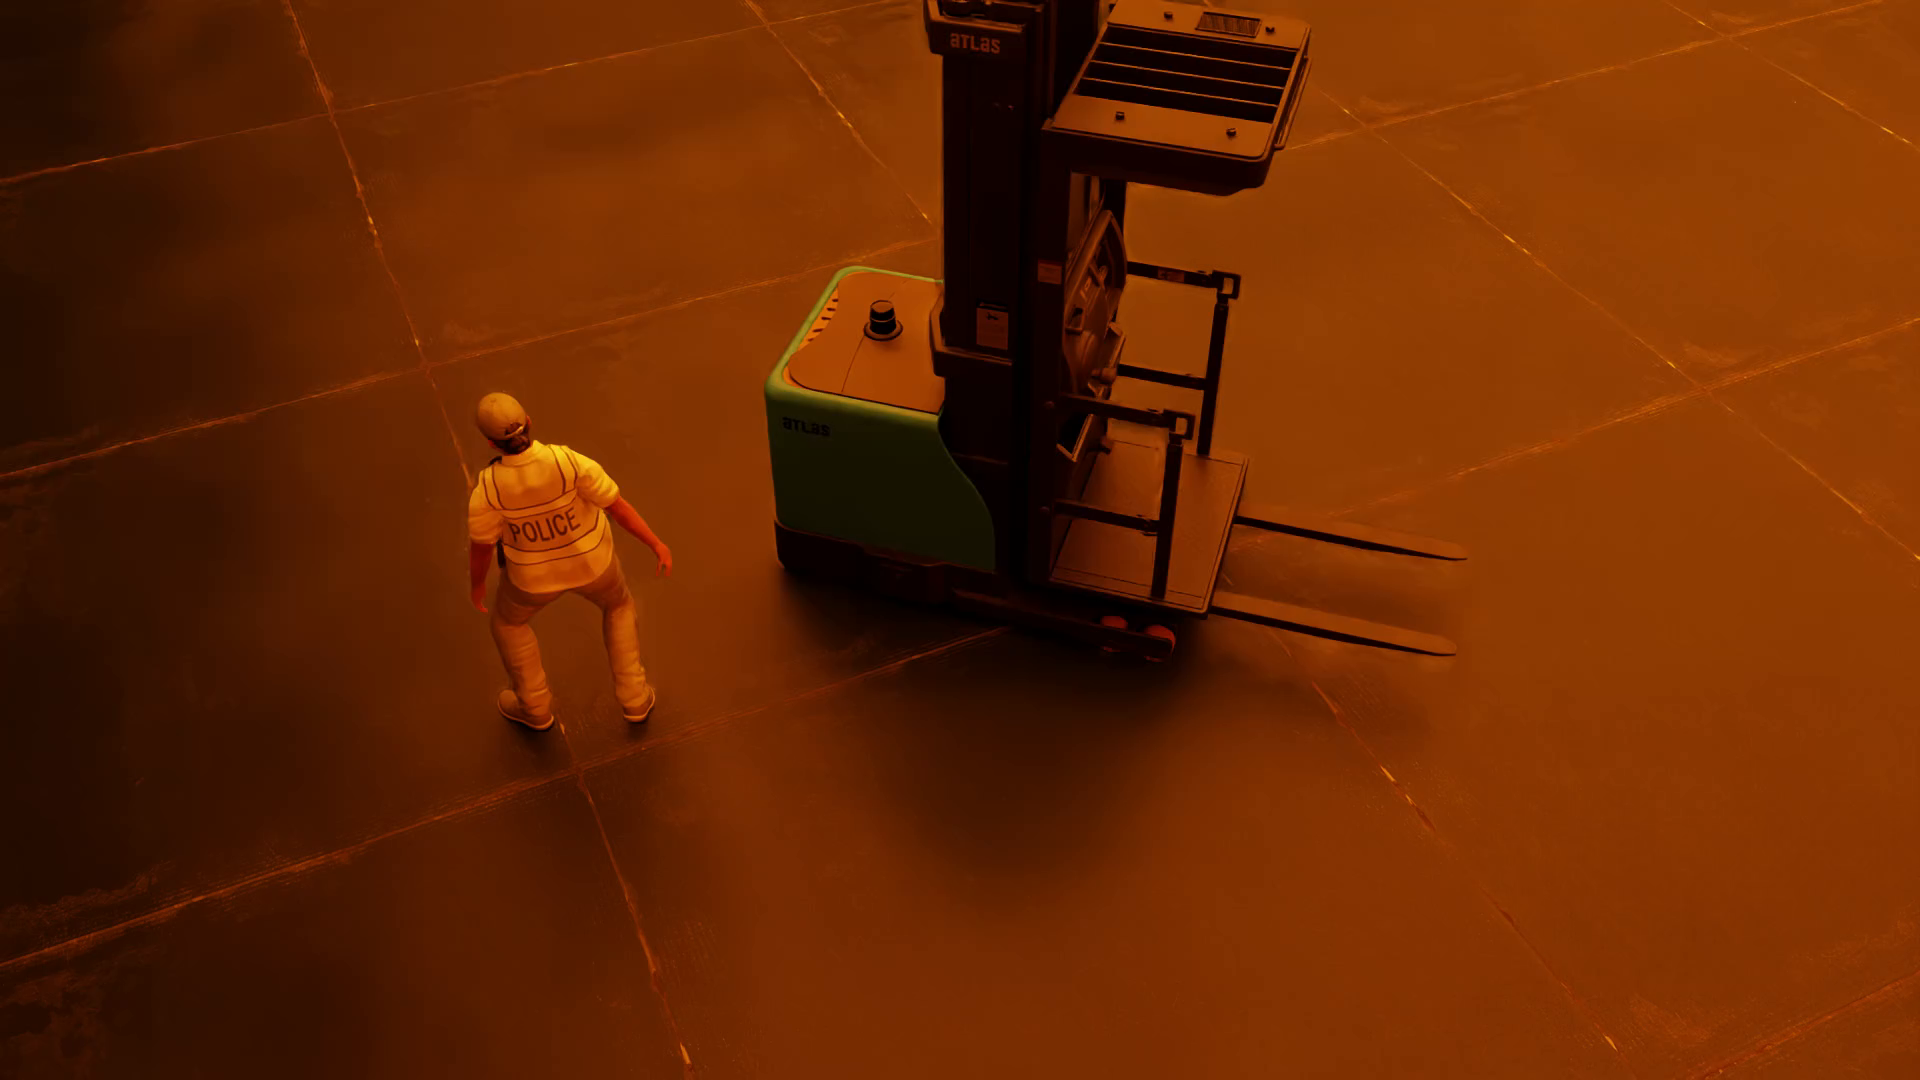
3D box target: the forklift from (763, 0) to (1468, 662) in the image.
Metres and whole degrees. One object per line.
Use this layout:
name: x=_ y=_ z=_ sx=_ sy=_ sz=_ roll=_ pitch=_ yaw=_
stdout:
forklift: x=0.732 y=-0.948 z=6.696 sx=3.031 sy=2.935 sz=1.130 roll=12 pitch=44 yaw=12

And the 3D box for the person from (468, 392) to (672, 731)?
person: x=-1.554 y=0.102 z=6.564 sx=0.816 sy=1.595 sz=0.503 roll=-10 pitch=44 yaw=-11
